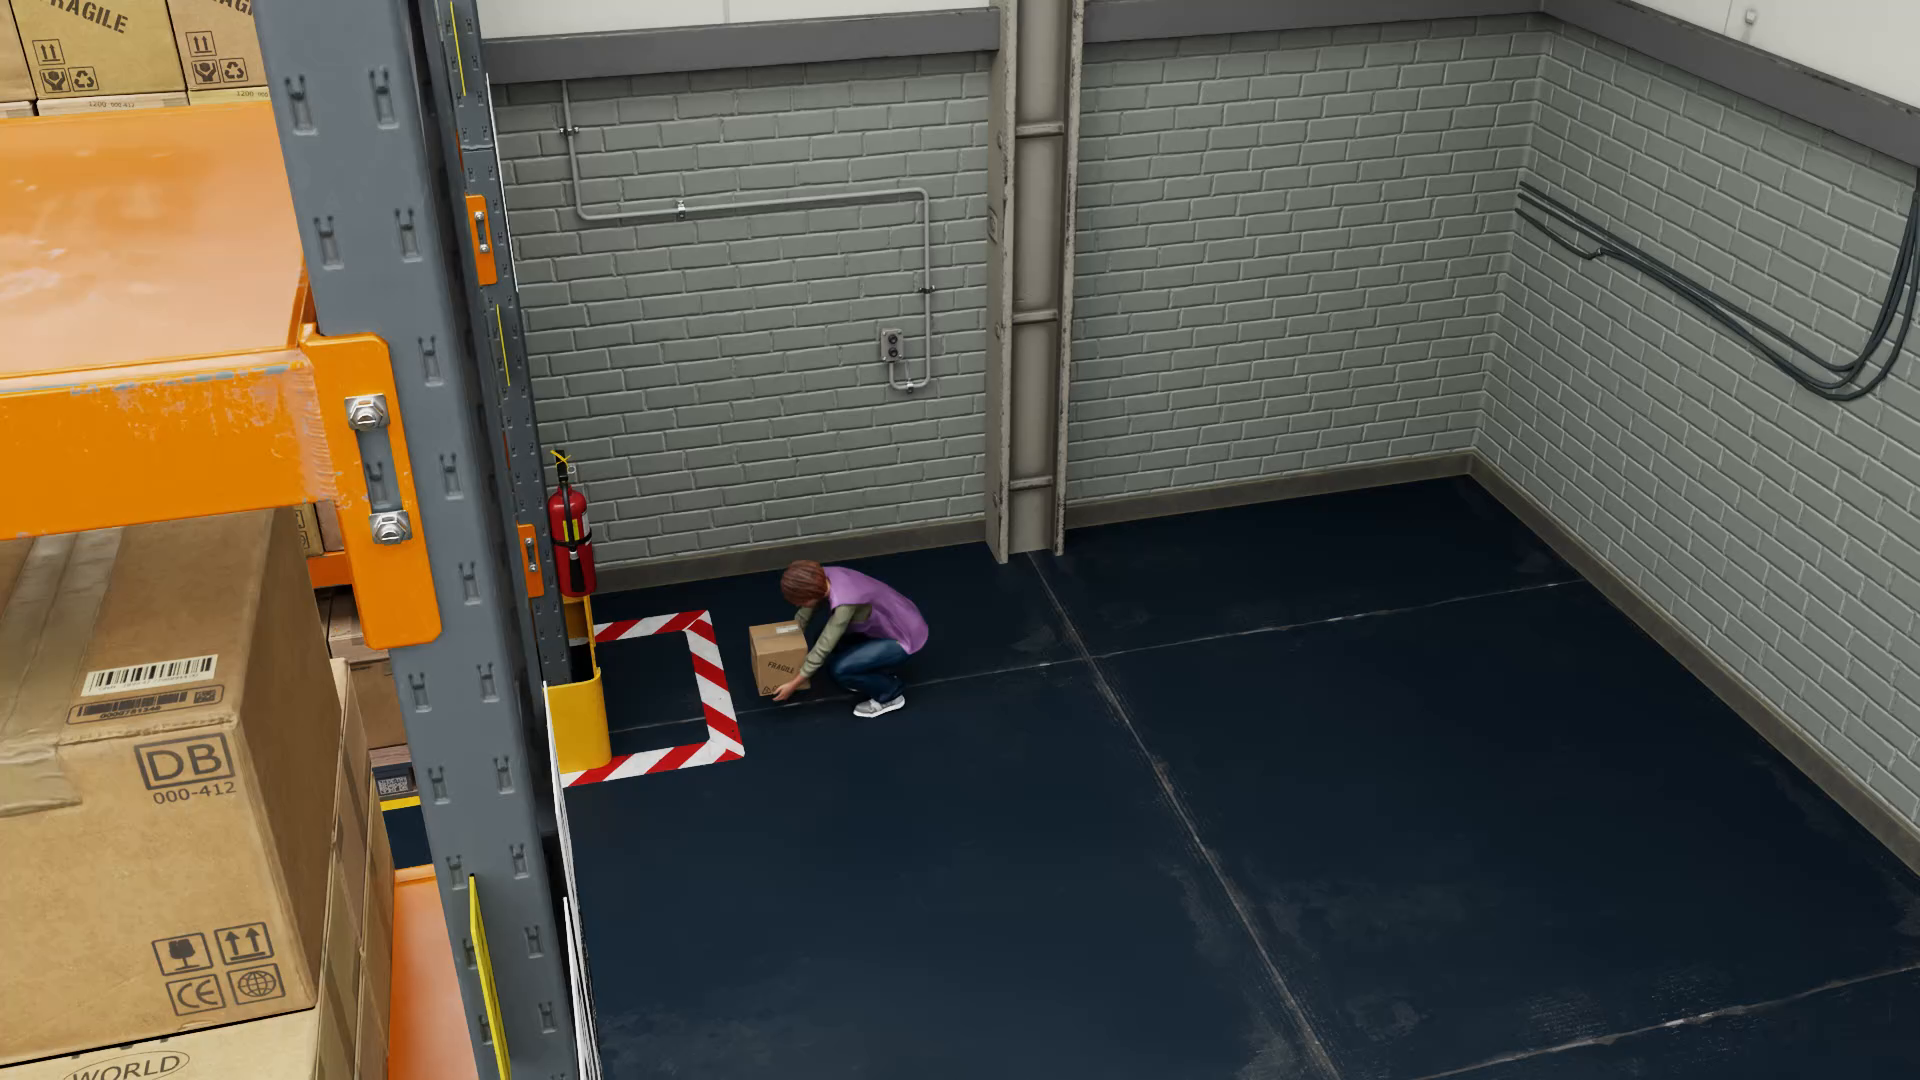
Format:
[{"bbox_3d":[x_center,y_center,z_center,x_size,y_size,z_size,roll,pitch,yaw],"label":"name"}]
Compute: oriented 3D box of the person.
[{"bbox_3d":[-0.555,0.447,8.198,0.814,0.875,0.450,-8,32,-13],"label":"person"}]
